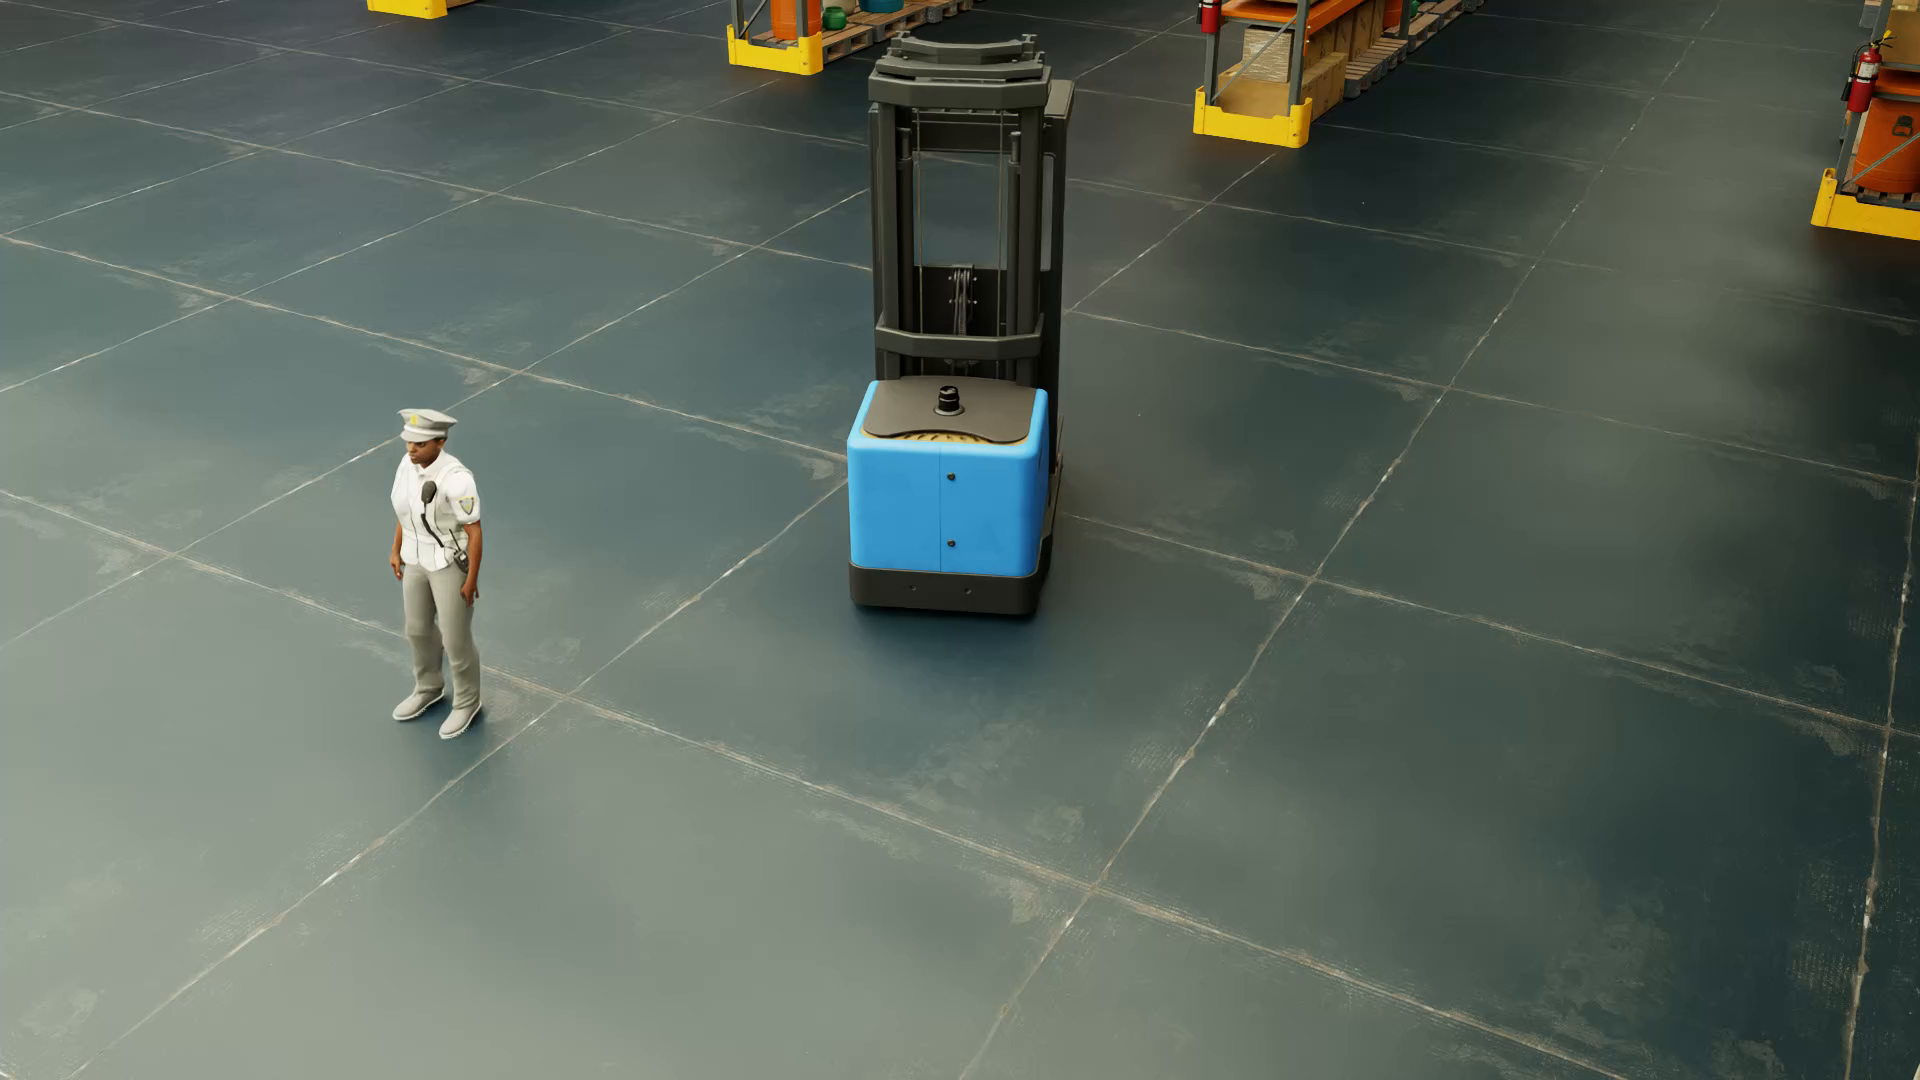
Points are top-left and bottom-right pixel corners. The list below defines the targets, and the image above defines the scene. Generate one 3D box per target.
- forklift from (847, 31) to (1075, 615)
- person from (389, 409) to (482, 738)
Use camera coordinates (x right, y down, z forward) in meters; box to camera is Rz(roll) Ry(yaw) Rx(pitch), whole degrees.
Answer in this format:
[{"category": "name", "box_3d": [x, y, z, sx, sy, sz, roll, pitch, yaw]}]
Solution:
[{"category": "forklift", "box_3d": [0.072, -1.572, 9.794, 1.130, 2.935, 3.031, 3, 30, 6]}, {"category": "person", "box_3d": [-2.562, 0.143, 8.072, 0.536, 1.709, 0.471, 17, 34, 27]}]
